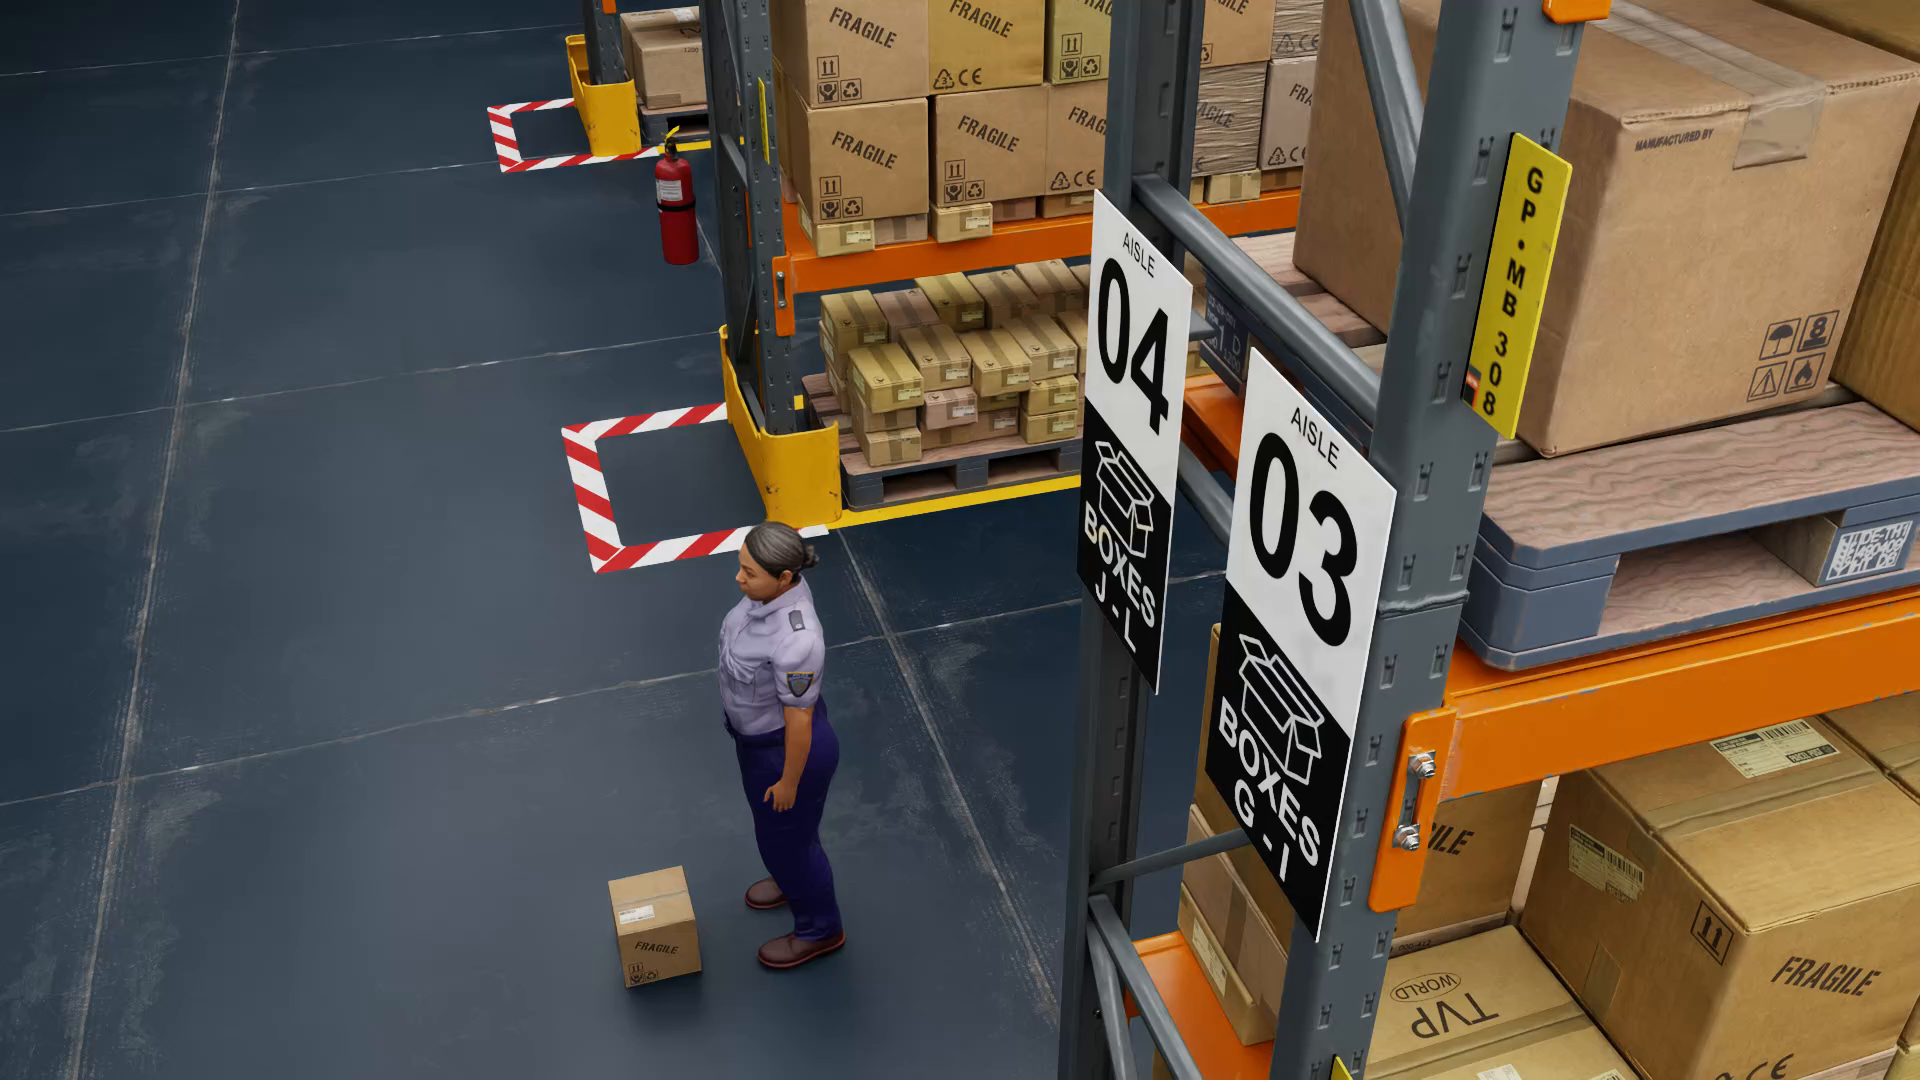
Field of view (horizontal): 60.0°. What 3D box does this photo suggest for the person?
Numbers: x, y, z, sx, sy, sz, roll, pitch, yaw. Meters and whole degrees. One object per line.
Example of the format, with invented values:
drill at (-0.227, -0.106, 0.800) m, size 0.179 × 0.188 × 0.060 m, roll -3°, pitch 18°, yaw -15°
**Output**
person at (-0.554, 0.643, 5.218) m, size 0.341 × 1.644 × 0.472 m, roll -9°, pitch 35°, yaw -14°
